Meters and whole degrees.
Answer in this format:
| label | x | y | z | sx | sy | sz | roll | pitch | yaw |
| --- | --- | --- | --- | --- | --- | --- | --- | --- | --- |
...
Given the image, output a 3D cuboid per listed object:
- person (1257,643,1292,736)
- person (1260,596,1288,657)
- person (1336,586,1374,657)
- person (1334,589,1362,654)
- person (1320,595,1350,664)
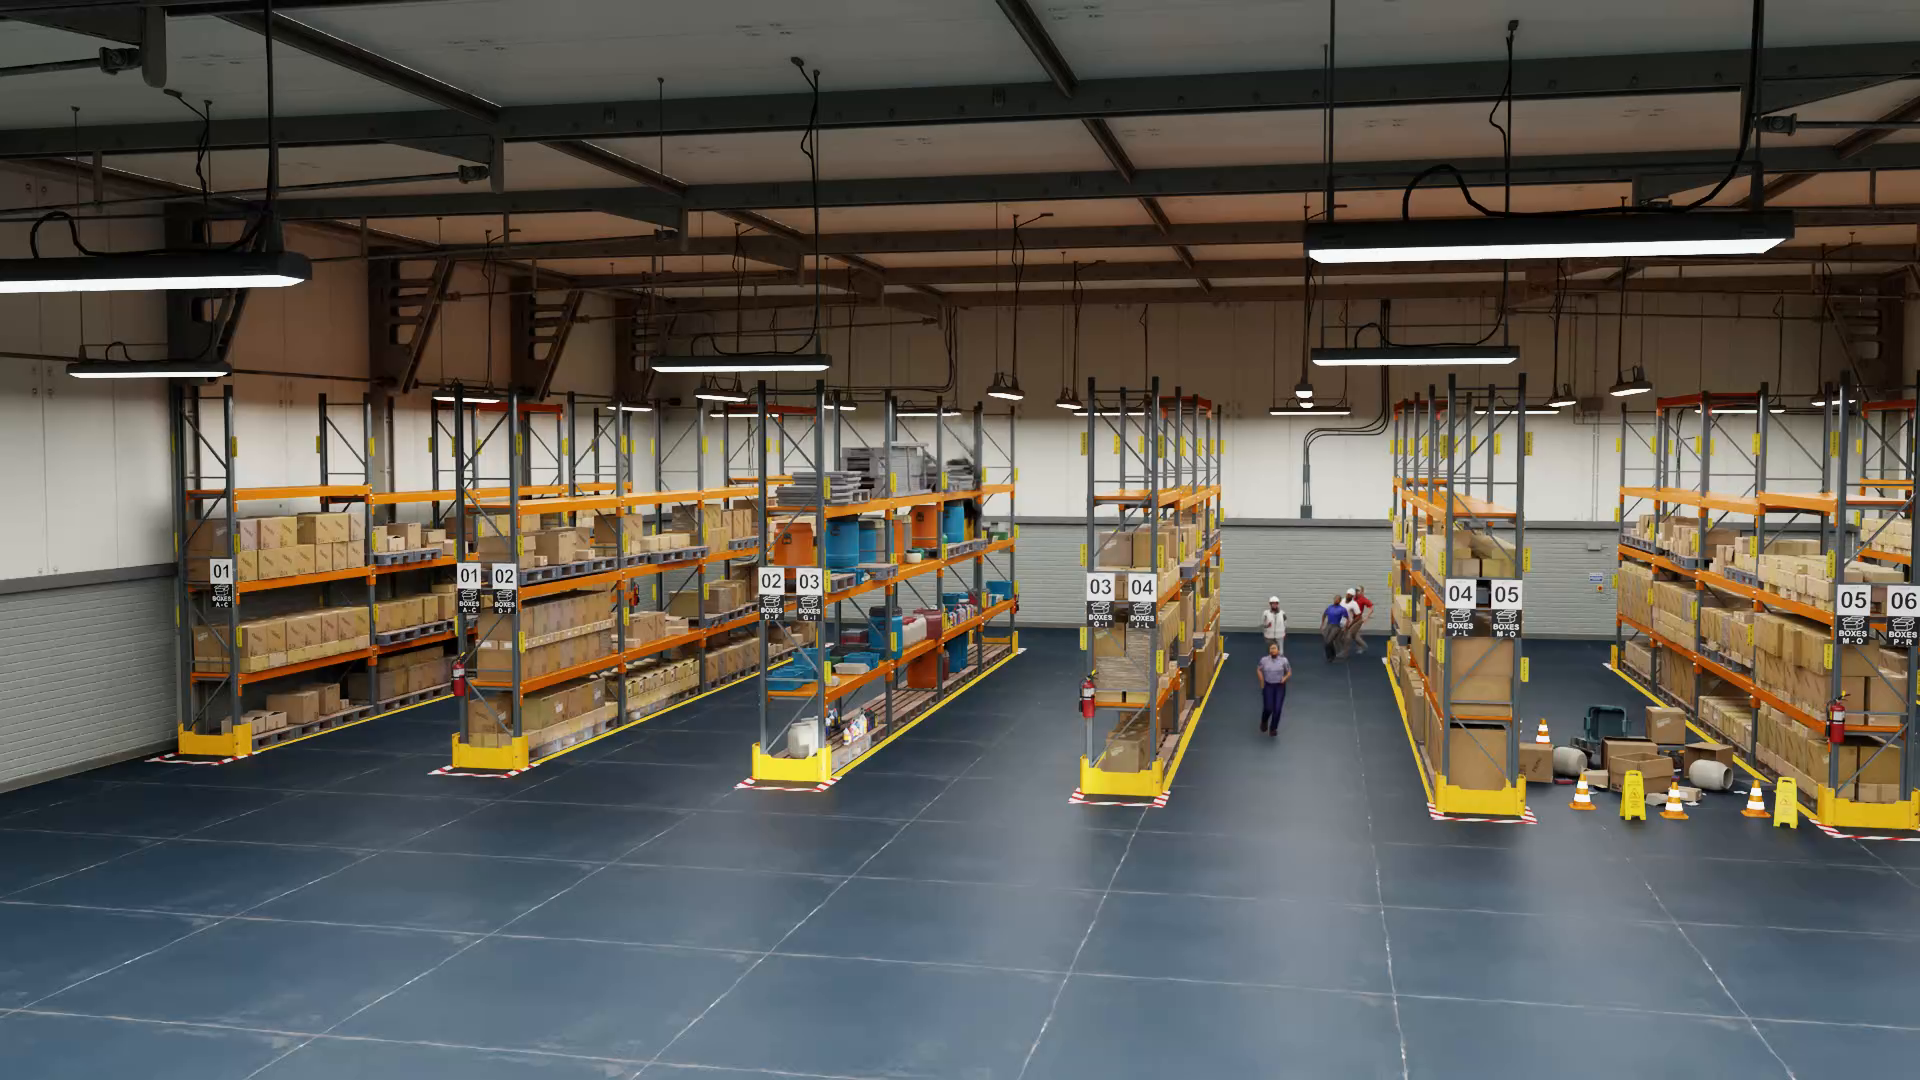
| label | x | y | z | sx | sy | sz | roll | pitch | yaw |
| --- | --- | --- | --- | --- | --- | --- | --- | --- | --- |
| person | 5.443 | 2.589 | 28.778 | 0.591 | 1.614 | 0.554 | 0 | 3 | 8 |
| person | 6.754 | 2.114 | 35.785 | 0.605 | 1.822 | 0.845 | 0 | 3 | 8 |
| person | 9.390 | 1.934 | 39.475 | 0.909 | 1.704 | 0.719 | -1 | 3 | -12 |
| person | 9.213 | 1.964 | 39.478 | 0.698 | 1.656 | 0.842 | -2 | 4 | -31 |
| person | 8.584 | 2.066 | 38.316 | 0.633 | 1.606 | 0.528 | 3 | 4 | 43 |
